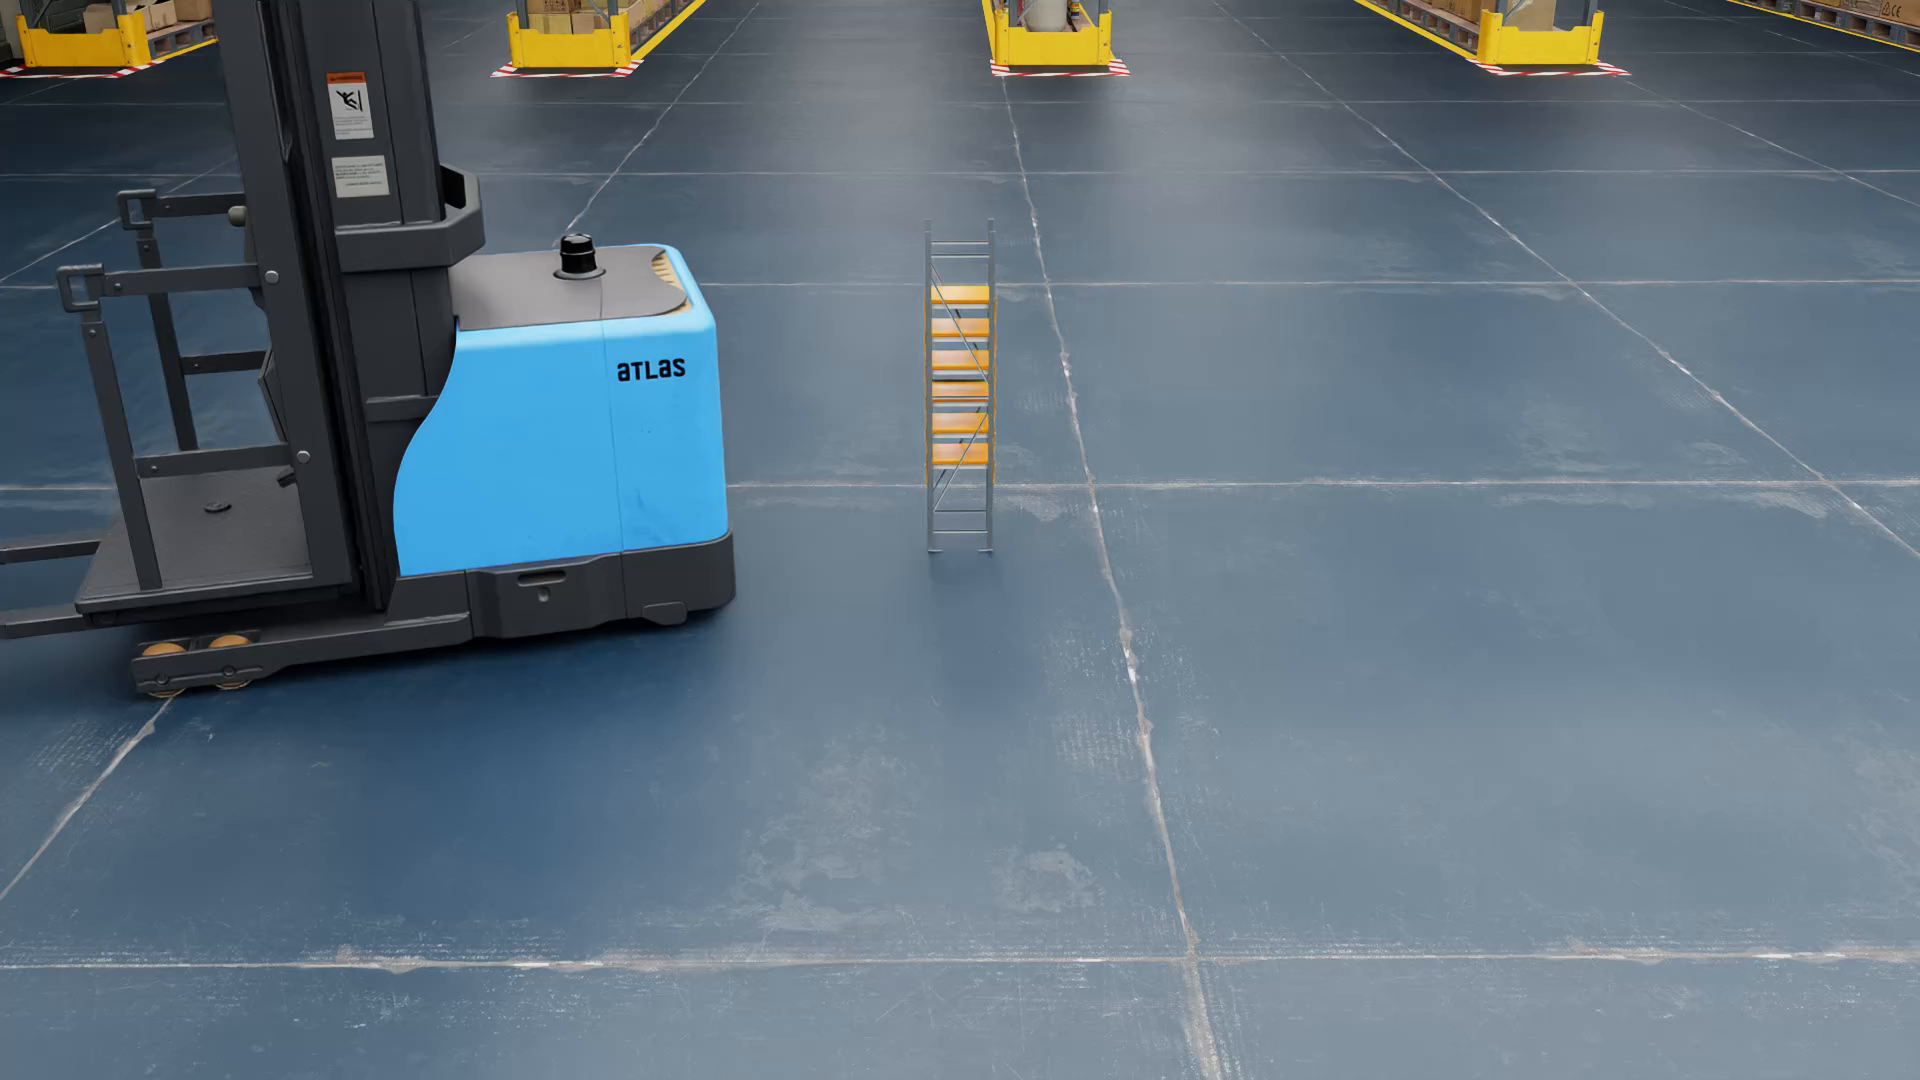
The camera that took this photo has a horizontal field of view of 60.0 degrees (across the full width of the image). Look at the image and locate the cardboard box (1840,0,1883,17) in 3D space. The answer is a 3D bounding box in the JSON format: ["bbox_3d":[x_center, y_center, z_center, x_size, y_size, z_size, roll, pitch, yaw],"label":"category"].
[{"bbox_3d":[10.814,-6.494,19.038,0.875,0.875,0.875,0,24,0],"label":"cardboard box"}]

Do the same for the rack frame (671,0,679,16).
[{"bbox_3d":[-4.003,-7.878,20.029,1.000,3.000,0.127,0,24,-1],"label":"rack frame"}]

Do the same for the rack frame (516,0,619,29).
[{"bbox_3d":[-3.960,-6.230,16.385,1.000,3.000,0.127,0,24,-1],"label":"rack frame"}]

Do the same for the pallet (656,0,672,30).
[{"bbox_3d":[-4.037,-6.280,19.879,1.003,0.211,1.213,0,24,-1],"label":"pallet"}]

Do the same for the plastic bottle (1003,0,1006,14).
[{"bbox_3d":[0.515,-6.016,18.675,0.061,0.283,0.133,0,24,1],"label":"plastic bottle"}]

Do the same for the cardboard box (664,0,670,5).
[{"bbox_3d":[-3.780,-6.627,20.089,0.500,0.250,0.500,0,24,-1],"label":"cardboard box"}]

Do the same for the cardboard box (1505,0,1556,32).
[{"bbox_3d":[5.956,-5.583,17.477,0.500,0.500,0.500,4,25,9],"label":"cardboard box"}]

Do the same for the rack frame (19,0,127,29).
[{"bbox_3d":[-8.913,-6.206,16.332,1.000,3.000,0.127,0,24,-1],"label":"rack frame"}]

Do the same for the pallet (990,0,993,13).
[{"bbox_3d":[0.902,-6.952,21.365,1.003,0.211,1.213,0,24,-1],"label":"pallet"}]

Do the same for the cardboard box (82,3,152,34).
[{"bbox_3d":[-8.831,-5.467,17.427,0.500,0.311,0.500,-3,25,-7],"label":"cardboard box"}]

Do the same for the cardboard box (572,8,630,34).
[{"bbox_3d":[-3.743,-5.390,17.355,0.500,0.250,0.500,0,24,-1],"label":"cardboard box"}]

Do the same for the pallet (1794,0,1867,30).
[{"bbox_3d":[10.793,-6.318,19.962,1.003,0.211,1.213,0,24,-1],"label":"pallet"}]

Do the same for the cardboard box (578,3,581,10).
[{"bbox_3d":[-4.279,-5.594,17.806,0.500,0.250,0.500,0,24,-1],"label":"cardboard box"}]

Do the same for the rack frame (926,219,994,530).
[{"bbox_3d":[-0.001,-0.578,6.073,0.240,1.200,0.006,0,24,-1],"label":"rack frame"}]

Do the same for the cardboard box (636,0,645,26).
[{"bbox_3d":[-3.757,-5.802,18.267,0.500,0.250,0.500,0,24,-1],"label":"cardboard box"}]

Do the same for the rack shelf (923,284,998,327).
[{"bbox_3d":[0.000,-0.828,5.860,0.258,0.103,0.180,0,24,-1],"label":"rack shelf"}]

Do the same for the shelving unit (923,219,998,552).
[{"bbox_3d":[0.000,-0.541,5.990,0.258,1.200,0.189,0,24,-1],"label":"shelving unit"}]

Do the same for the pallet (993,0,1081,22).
[{"bbox_3d":[0.915,-6.351,20.037,1.003,0.211,1.213,0,24,-1],"label":"pallet"}]

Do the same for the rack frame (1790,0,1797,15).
[{"bbox_3d":[10.863,-7.902,20.081,1.000,3.000,0.127,0,24,-1],"label":"rack frame"}]

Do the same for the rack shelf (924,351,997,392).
[{"bbox_3d":[0.000,-0.610,5.958,0.258,0.103,0.180,0,24,-1],"label":"rack shelf"}]

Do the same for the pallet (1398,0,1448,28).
[{"bbox_3d":[5.945,-6.374,20.087,1.003,0.211,1.213,0,24,-1],"label":"pallet"}]

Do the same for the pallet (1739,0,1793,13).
[{"bbox_3d":[10.779,-6.949,21.358,1.003,0.211,1.213,0,24,-1],"label":"pallet"}]

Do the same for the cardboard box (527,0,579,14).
[{"bbox_3d":[-4.263,-5.730,17.196,0.500,0.500,0.500,0,24,-1],"label":"cardboard box"}]

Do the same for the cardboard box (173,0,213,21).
[{"bbox_3d":[-8.795,-6.091,18.576,0.700,0.500,0.500,-2,24,-4],"label":"cardboard box"}]

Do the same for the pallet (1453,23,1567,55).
[{"bbox_3d":[5.972,-5.369,17.864,1.003,0.211,1.213,0,24,-1],"label":"pallet"}]

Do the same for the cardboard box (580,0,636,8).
[{"bbox_3d":[-3.751,-5.938,17.656,0.500,0.500,0.500,0,24,-1],"label":"cardboard box"}]

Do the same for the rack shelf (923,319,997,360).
[{"bbox_3d":[0.000,-0.719,5.909,0.258,0.103,0.180,0,24,-1],"label":"rack shelf"}]

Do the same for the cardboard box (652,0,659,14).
[{"bbox_3d":[-3.764,-6.215,19.178,0.500,0.250,0.500,0,24,-1],"label":"cardboard box"}]

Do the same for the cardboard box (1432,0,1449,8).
[{"bbox_3d":[5.881,-6.573,19.666,0.500,0.500,0.500,8,25,16],"label":"cardboard box"}]

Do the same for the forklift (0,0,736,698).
[{"bbox_3d":[-2.338,-1.088,5.098,3.031,2.935,1.130,-7,25,-15],"label":"forklift"}]

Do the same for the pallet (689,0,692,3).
[{"bbox_3d":[-4.067,-7.415,22.389,1.003,0.211,1.213,0,24,-1],"label":"pallet"}]

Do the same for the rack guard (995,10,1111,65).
[{"bbox_3d":[0.945,-5.143,17.014,1.175,0.500,0.348,0,24,-1],"label":"rack guard"}]

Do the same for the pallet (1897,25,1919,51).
[{"bbox_3d":[10.820,-5.312,17.739,1.003,0.211,1.213,0,24,-1],"label":"pallet"}]

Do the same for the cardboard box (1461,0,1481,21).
[{"bbox_3d":[5.927,-6.087,18.592,0.500,0.500,0.500,2,24,4],"label":"cardboard box"}]

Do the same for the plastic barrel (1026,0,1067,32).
[{"bbox_3d":[0.910,-5.579,17.455,0.421,0.512,0.421,0,24,0],"label":"plastic barrel"}]

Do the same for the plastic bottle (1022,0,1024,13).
[{"bbox_3d":[0.683,-6.100,18.960,0.097,0.201,0.097,0,24,0],"label":"plastic bottle"}]

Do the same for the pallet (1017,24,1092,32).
[{"bbox_3d":[0.942,-5.346,17.814,1.003,0.211,1.213,0,24,-1],"label":"pallet"}]

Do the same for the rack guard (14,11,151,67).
[{"bbox_3d":[-8.914,-5.098,16.916,1.175,0.500,0.348,0,24,-1],"label":"rack guard"}]

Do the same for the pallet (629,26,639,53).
[{"bbox_3d":[-4.010,-5.274,17.656,1.003,0.211,1.213,0,24,-1],"label":"pallet"}]
